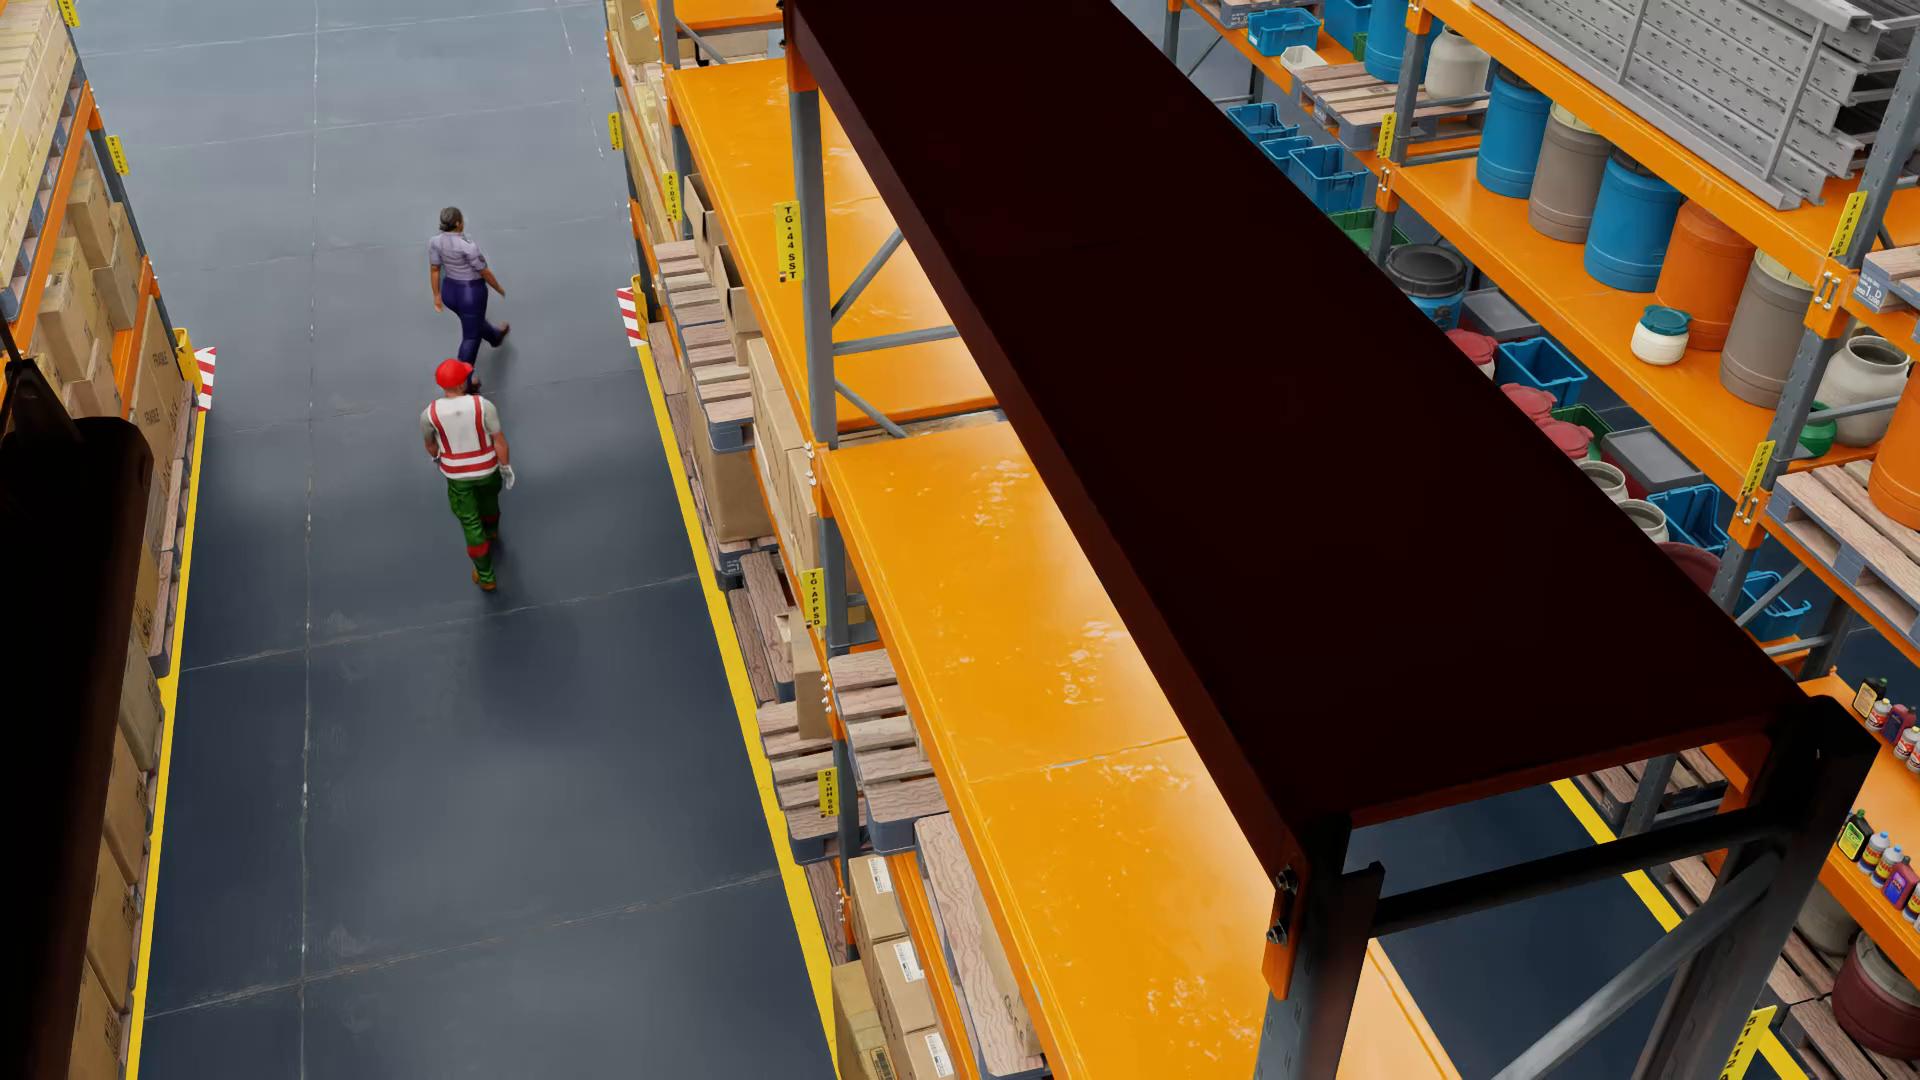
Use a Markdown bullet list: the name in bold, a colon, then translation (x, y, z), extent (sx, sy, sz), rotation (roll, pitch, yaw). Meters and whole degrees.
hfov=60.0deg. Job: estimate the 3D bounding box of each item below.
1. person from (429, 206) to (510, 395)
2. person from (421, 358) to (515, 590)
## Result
- **person**: translation (-4.168, -2.156, 14.239), extent (0.505, 1.586, 1.047), rotation (17, 42, 21)
- **person**: translation (-3.566, -0.581, 12.103), extent (0.561, 1.744, 0.930), rotation (-12, 40, -15)
